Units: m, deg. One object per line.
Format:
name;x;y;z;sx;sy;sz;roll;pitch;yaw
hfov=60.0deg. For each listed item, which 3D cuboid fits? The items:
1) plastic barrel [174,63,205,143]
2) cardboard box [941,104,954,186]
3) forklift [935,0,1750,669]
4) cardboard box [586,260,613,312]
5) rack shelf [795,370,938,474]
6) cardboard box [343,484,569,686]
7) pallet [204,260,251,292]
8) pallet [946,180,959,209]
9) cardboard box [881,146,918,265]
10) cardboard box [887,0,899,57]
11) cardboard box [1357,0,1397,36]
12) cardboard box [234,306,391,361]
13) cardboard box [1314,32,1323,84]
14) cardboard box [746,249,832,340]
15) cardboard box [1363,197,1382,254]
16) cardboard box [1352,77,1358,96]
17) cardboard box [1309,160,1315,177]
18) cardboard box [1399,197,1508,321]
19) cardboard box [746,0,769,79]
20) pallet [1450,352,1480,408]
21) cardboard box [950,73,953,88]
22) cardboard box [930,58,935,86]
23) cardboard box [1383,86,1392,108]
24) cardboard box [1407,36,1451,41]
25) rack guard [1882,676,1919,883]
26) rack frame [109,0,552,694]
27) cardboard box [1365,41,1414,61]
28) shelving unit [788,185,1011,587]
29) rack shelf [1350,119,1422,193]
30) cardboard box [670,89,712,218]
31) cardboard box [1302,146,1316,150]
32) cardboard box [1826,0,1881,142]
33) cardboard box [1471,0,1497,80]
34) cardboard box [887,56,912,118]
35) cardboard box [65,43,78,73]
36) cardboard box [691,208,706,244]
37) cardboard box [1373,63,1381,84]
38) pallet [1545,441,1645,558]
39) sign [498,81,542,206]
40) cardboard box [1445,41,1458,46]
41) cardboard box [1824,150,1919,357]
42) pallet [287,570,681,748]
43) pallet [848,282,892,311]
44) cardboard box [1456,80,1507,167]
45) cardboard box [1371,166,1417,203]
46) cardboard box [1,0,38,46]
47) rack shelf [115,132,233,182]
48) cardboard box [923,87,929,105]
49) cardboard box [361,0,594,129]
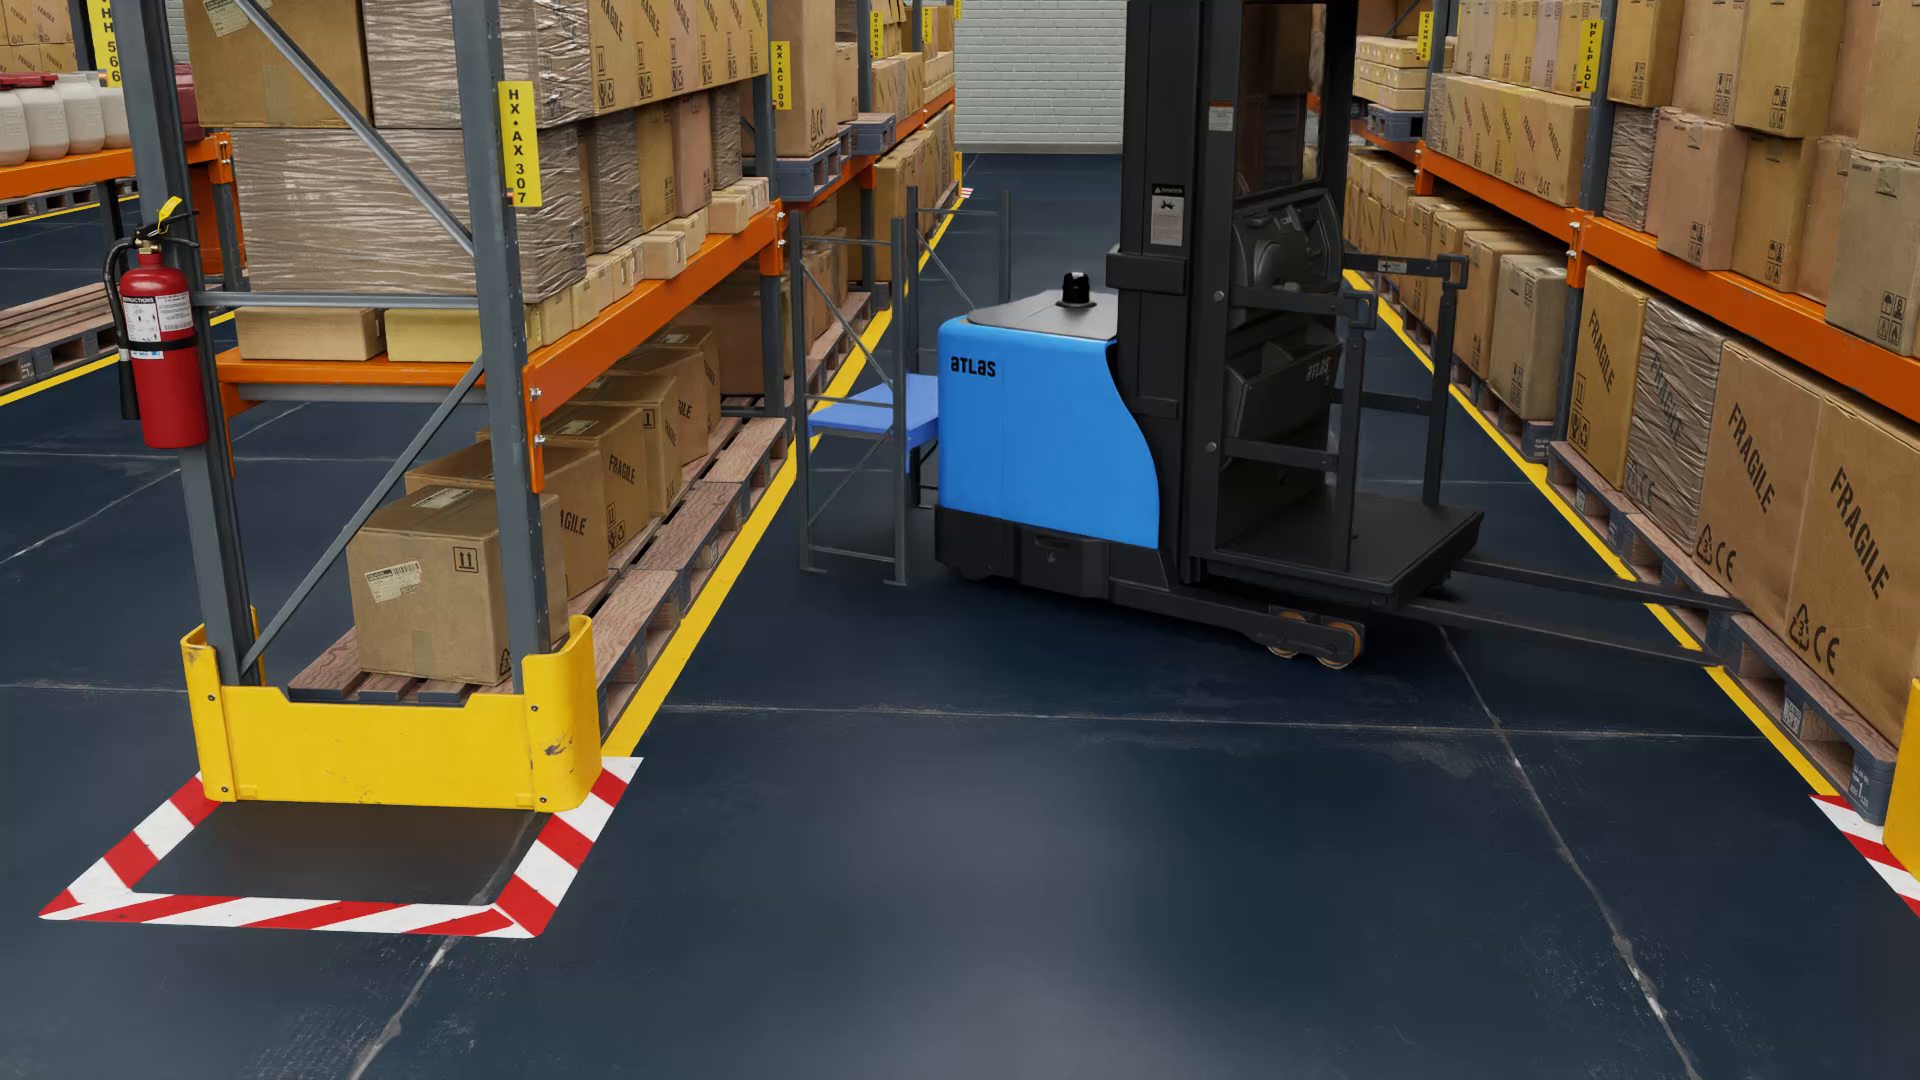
plastic barrel;-5.816;-3.165;12.047;0.600;0.536;0.708;1;18;4
cardboard box;-0.537;-4.615;19.428;0.875;0.875;0.875;1;18;4
forklift;1.406;-1.116;6.122;3.031;2.935;1.130;12;21;32
cardboard box;-1.393;-0.853;5.612;0.380;0.149;0.250;1;18;4
rack shelf;-0.227;-0.528;7.203;0.538;0.185;1.000;8;20;24
cardboard box;-1.657;0.138;5.523;0.500;0.500;0.500;5;19;14
pallet;-6.070;-2.172;13.713;1.003;0.211;1.213;1;18;4
pallet;-0.551;-4.050;19.445;1.003;0.211;1.213;1;18;4
cardboard box;-1.003;-2.821;13.954;1.225;0.875;0.875;1;18;4
cardboard box;-0.956;-4.496;14.555;0.797;0.503;0.637;1;18;5
cardboard box;3.846;-5.057;15.795;0.500;0.500;0.500;1;18;2
cardboard box;-1.904;-0.630;4.932;0.380;0.149;0.250;1;18;4
cardboard box;3.910;-4.902;16.928;0.500;0.500;0.500;1;18;4
cardboard box;-1.234;-1.605;10.811;0.700;0.500;0.500;3;18;9
cardboard box;3.644;-2.547;13.717;0.500;0.500;0.500;0;18;1
cardboard box;3.507;-3.804;13.943;0.380;0.149;0.250;1;18;3
cardboard box;3.868;-3.892;17.431;0.380;0.149;0.250;1;18;2
cardboard box;3.662;-1.942;11.472;1.050;0.750;0.750;1;18;3
cardboard box;-1.189;-2.417;7.737;0.500;0.500;0.500;1;18;4
pallet;3.573;-1.053;10.297;1.003;0.211;1.213;1;18;4
cardboard box;-0.285;-5.307;19.207;0.380;0.149;0.250;1;18;4
cardboard box;-0.522;-4.748;16.858;0.500;0.250;0.500;1;18;4
cardboard box;3.392;-3.320;12.466;0.380;0.149;0.250;1;18;4
cardboard box;4.248;-4.475;15.036;0.380;0.149;0.250;2;18;6
rack guard;3.220;0.681;4.541;1.175;0.500;0.348;1;18;4
rack frame;-1.718;-0.656;4.609;1.000;3.000;0.127;1;18;4
cardboard box;3.468;-3.926;13.360;0.380;0.149;0.250;2;18;7
shelving unit;-0.227;-0.699;7.147;0.538;1.500;1.048;8;20;24
rack shelf;3.939;-3.278;13.765;1.077;0.370;4.000;1;18;4
cardboard box;-1.532;-1.637;6.964;0.875;0.500;0.500;1;18;4
cardboard box;3.992;-4.456;19.153;0.380;0.149;0.250;0;18;1
cardboard box;3.410;-1.557;5.382;0.875;0.550;0.550;1;18;4
cardboard box;3.718;-3.225;10.682;0.700;0.500;0.500;1;18;3
cardboard box;-0.692;-3.963;14.541;0.500;0.500;0.500;1;18;3
cardboard box;-10.287;-5.434;19.029;0.500;0.500;0.500;1;18;4
cardboard box;-1.293;-1.319;7.034;0.380;0.149;0.250;1;18;4
cardboard box;3.429;-3.626;12.924;0.380;0.149;0.250;1;18;4
pallet;3.376;-0.197;7.685;1.003;0.211;1.213;1;18;4
sign;-1.177;-1.056;4.437;0.100;0.325;0.005;1;18;4
cardboard box;4.136;-3.987;13.546;0.380;0.149;0.250;1;18;3
cardboard box;3.221;-0.873;5.029;0.875;0.550;0.550;1;18;4
pallet;-1.619;0.394;5.883;1.003;0.211;1.213;1;18;4
pallet;-1.013;-2.059;13.368;1.003;0.211;1.213;1;18;4
cardboard box;3.423;-2.598;10.375;0.500;0.500;0.500;1;18;4
cardboard box;3.660;-2.900;13.591;0.500;0.250;0.500;2;18;5
cardboard box;-10.350;-5.588;17.894;0.500;0.500;0.500;1;18;2
rack shelf;-5.942;-3.531;14.537;1.077;0.370;4.000;1;18;4
cardboard box;-0.505;-4.348;16.280;0.380;0.149;0.250;1;18;4
cardboard box;-1.407;-1.485;4.894;0.500;0.500;0.500;1;18;4
